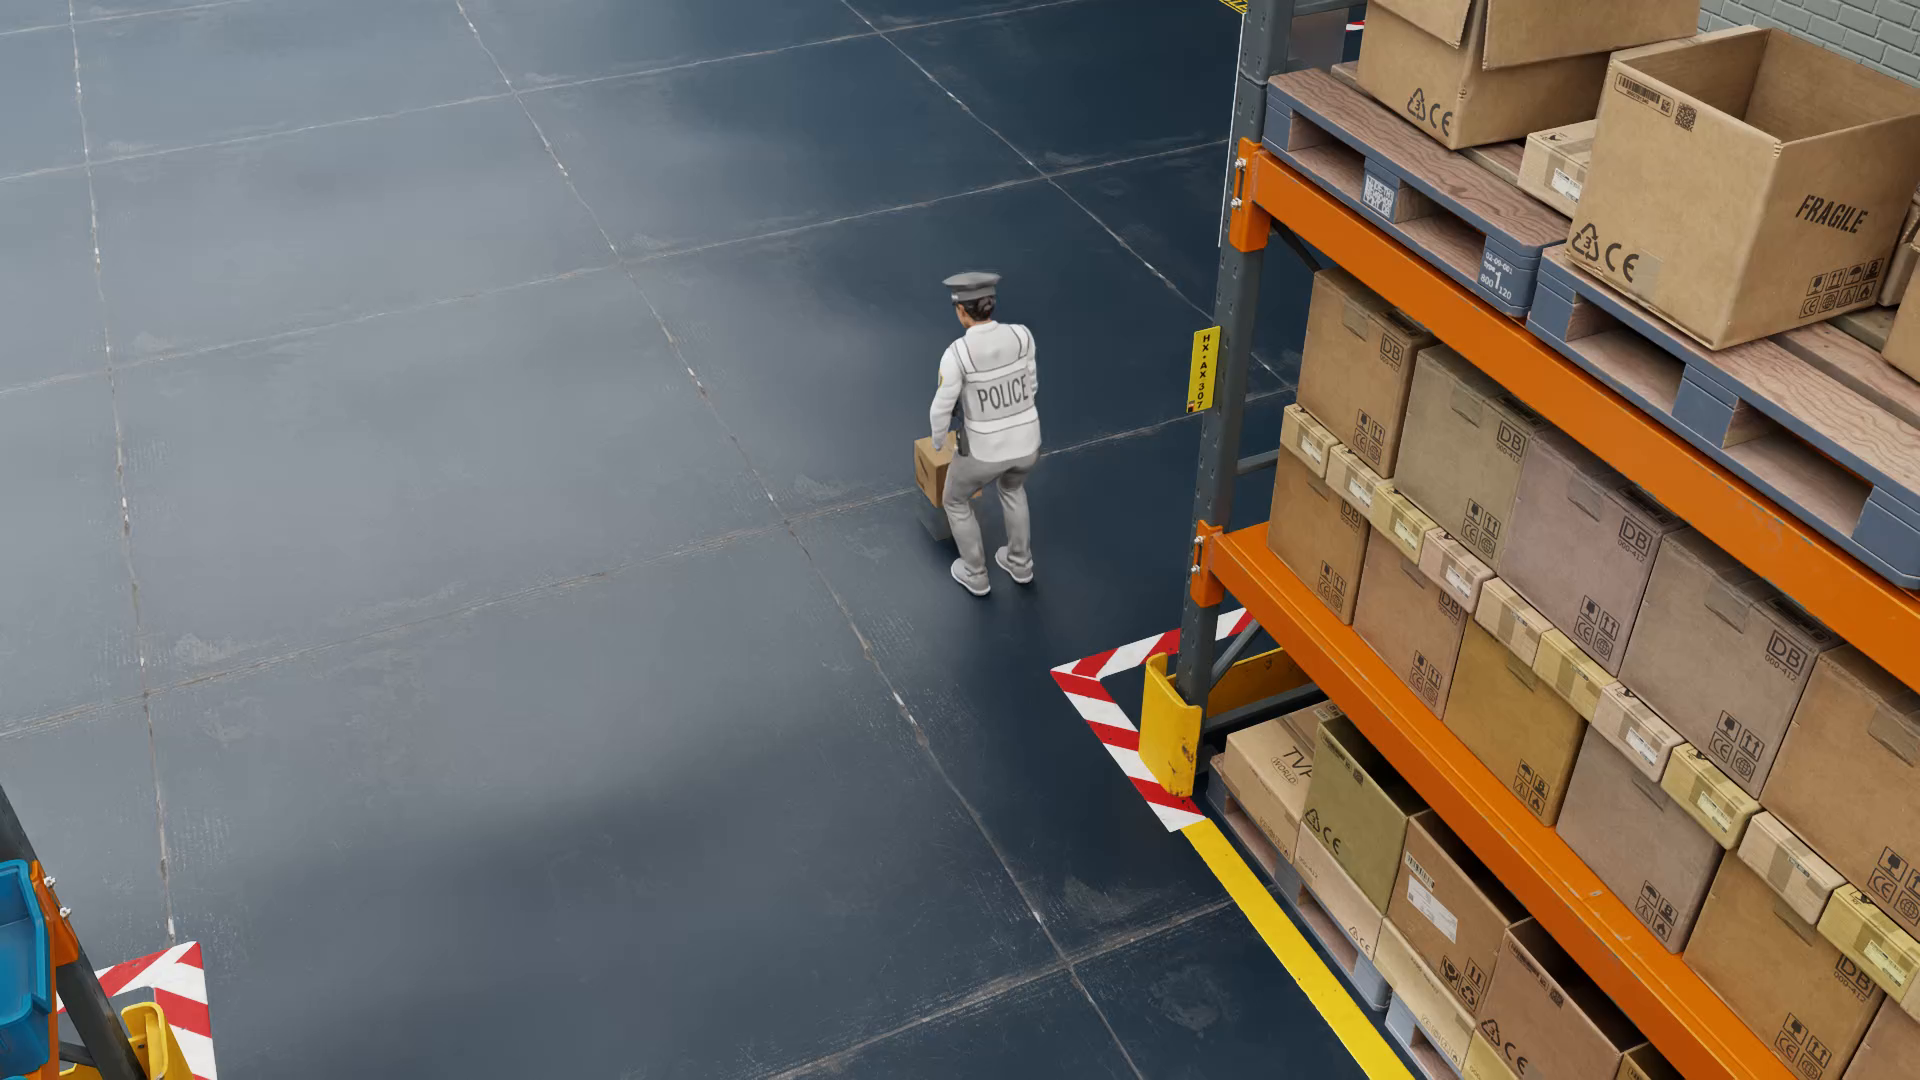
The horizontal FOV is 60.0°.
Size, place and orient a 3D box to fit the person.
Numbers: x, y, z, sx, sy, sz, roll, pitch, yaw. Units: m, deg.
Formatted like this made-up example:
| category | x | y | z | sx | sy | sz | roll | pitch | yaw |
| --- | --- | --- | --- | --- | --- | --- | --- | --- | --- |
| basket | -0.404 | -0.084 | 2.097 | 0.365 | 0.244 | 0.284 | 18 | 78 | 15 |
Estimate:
| category | x | y | z | sx | sy | sz | roll | pitch | yaw |
| --- | --- | --- | --- | --- | --- | --- | --- | --- | --- |
| person | 0.110 | -0.459 | 7.536 | 0.516 | 1.576 | 0.526 | -15 | 40 | -19 |
